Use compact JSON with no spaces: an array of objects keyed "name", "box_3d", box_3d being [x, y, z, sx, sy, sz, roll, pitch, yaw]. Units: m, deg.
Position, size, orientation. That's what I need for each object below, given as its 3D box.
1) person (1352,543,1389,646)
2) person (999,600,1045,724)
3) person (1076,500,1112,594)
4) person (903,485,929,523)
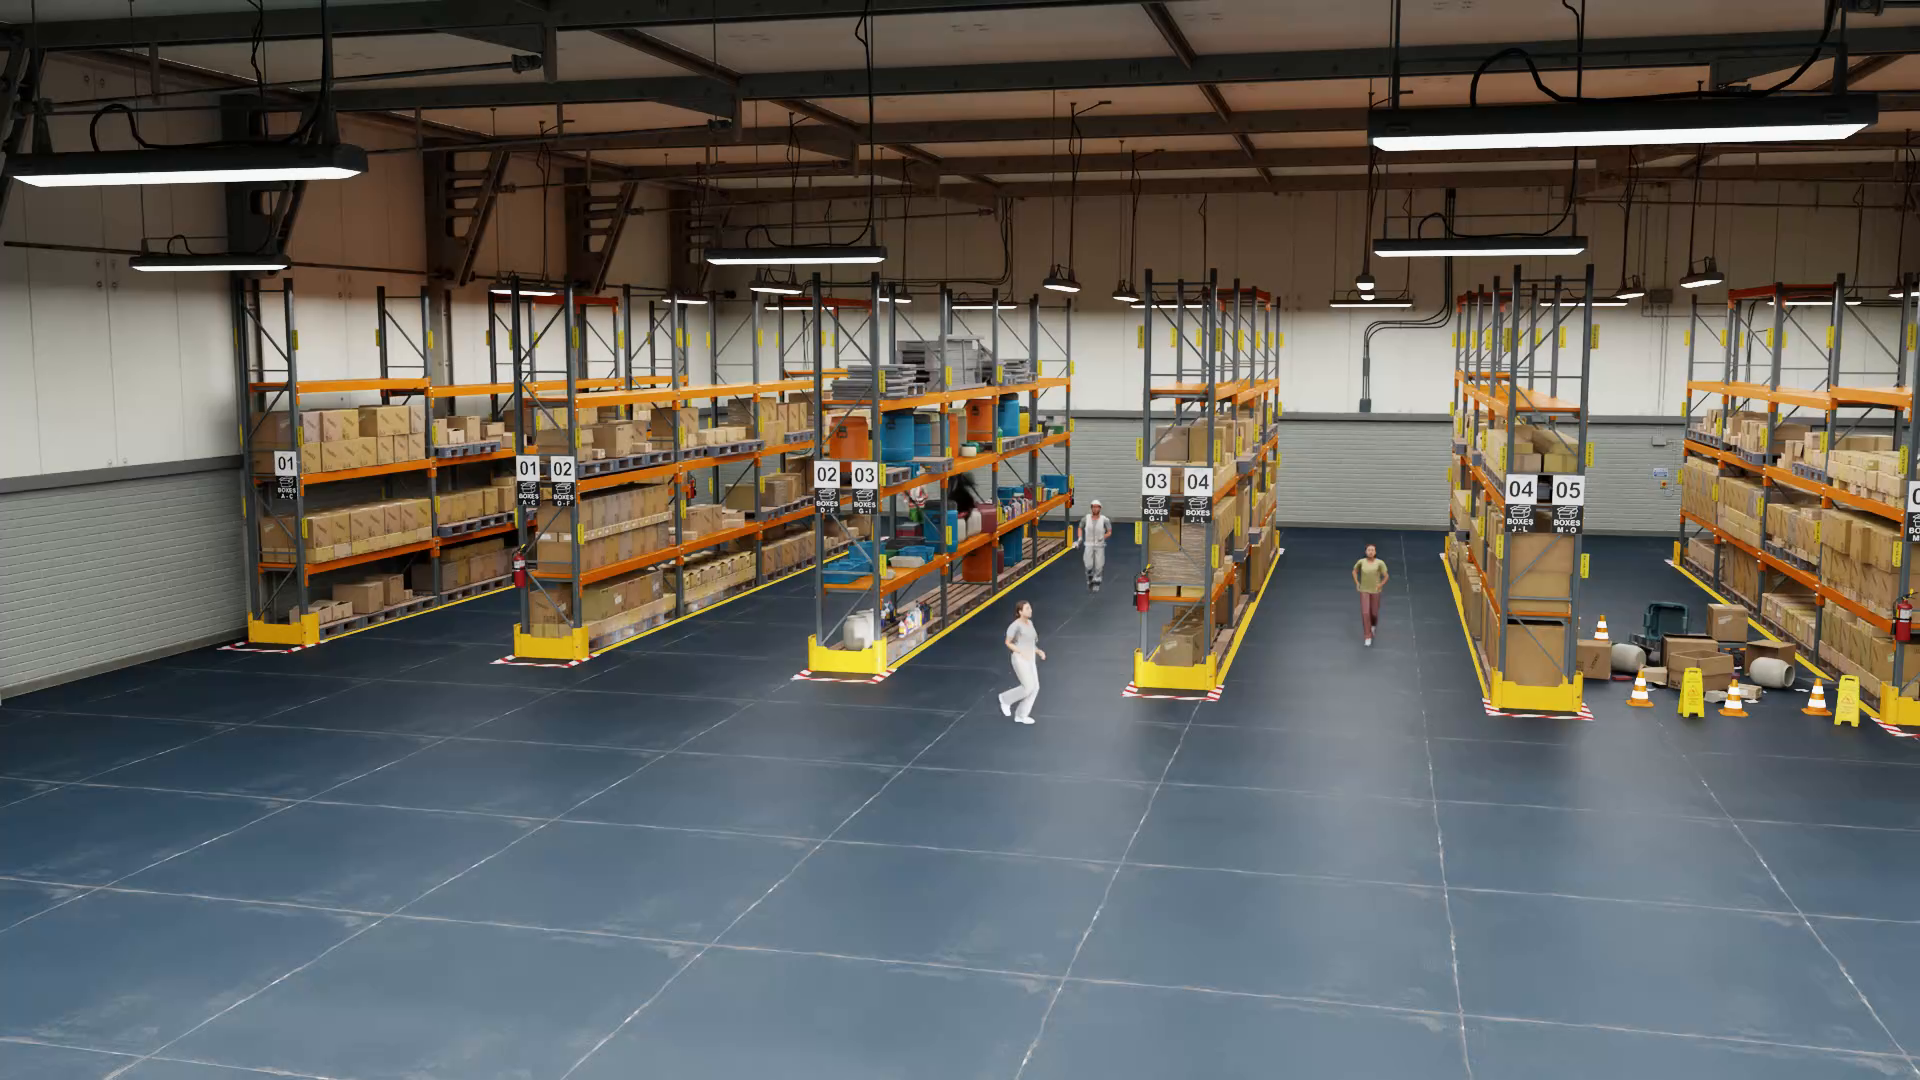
[{"name":"person","box_3d":[6.818,0.879,27.652,0.586,1.670,0.828,2,7,14]},{"name":"person","box_3d":[0.807,1.587,21.812,0.550,1.623,0.548,5,8,35]},{"name":"person","box_3d":[2.485,0.144,30.817,0.664,1.763,0.603,1,7,8]},{"name":"person","box_3d":[-1.097,-0.764,40.601,0.652,1.783,0.963,0,7,3]}]
